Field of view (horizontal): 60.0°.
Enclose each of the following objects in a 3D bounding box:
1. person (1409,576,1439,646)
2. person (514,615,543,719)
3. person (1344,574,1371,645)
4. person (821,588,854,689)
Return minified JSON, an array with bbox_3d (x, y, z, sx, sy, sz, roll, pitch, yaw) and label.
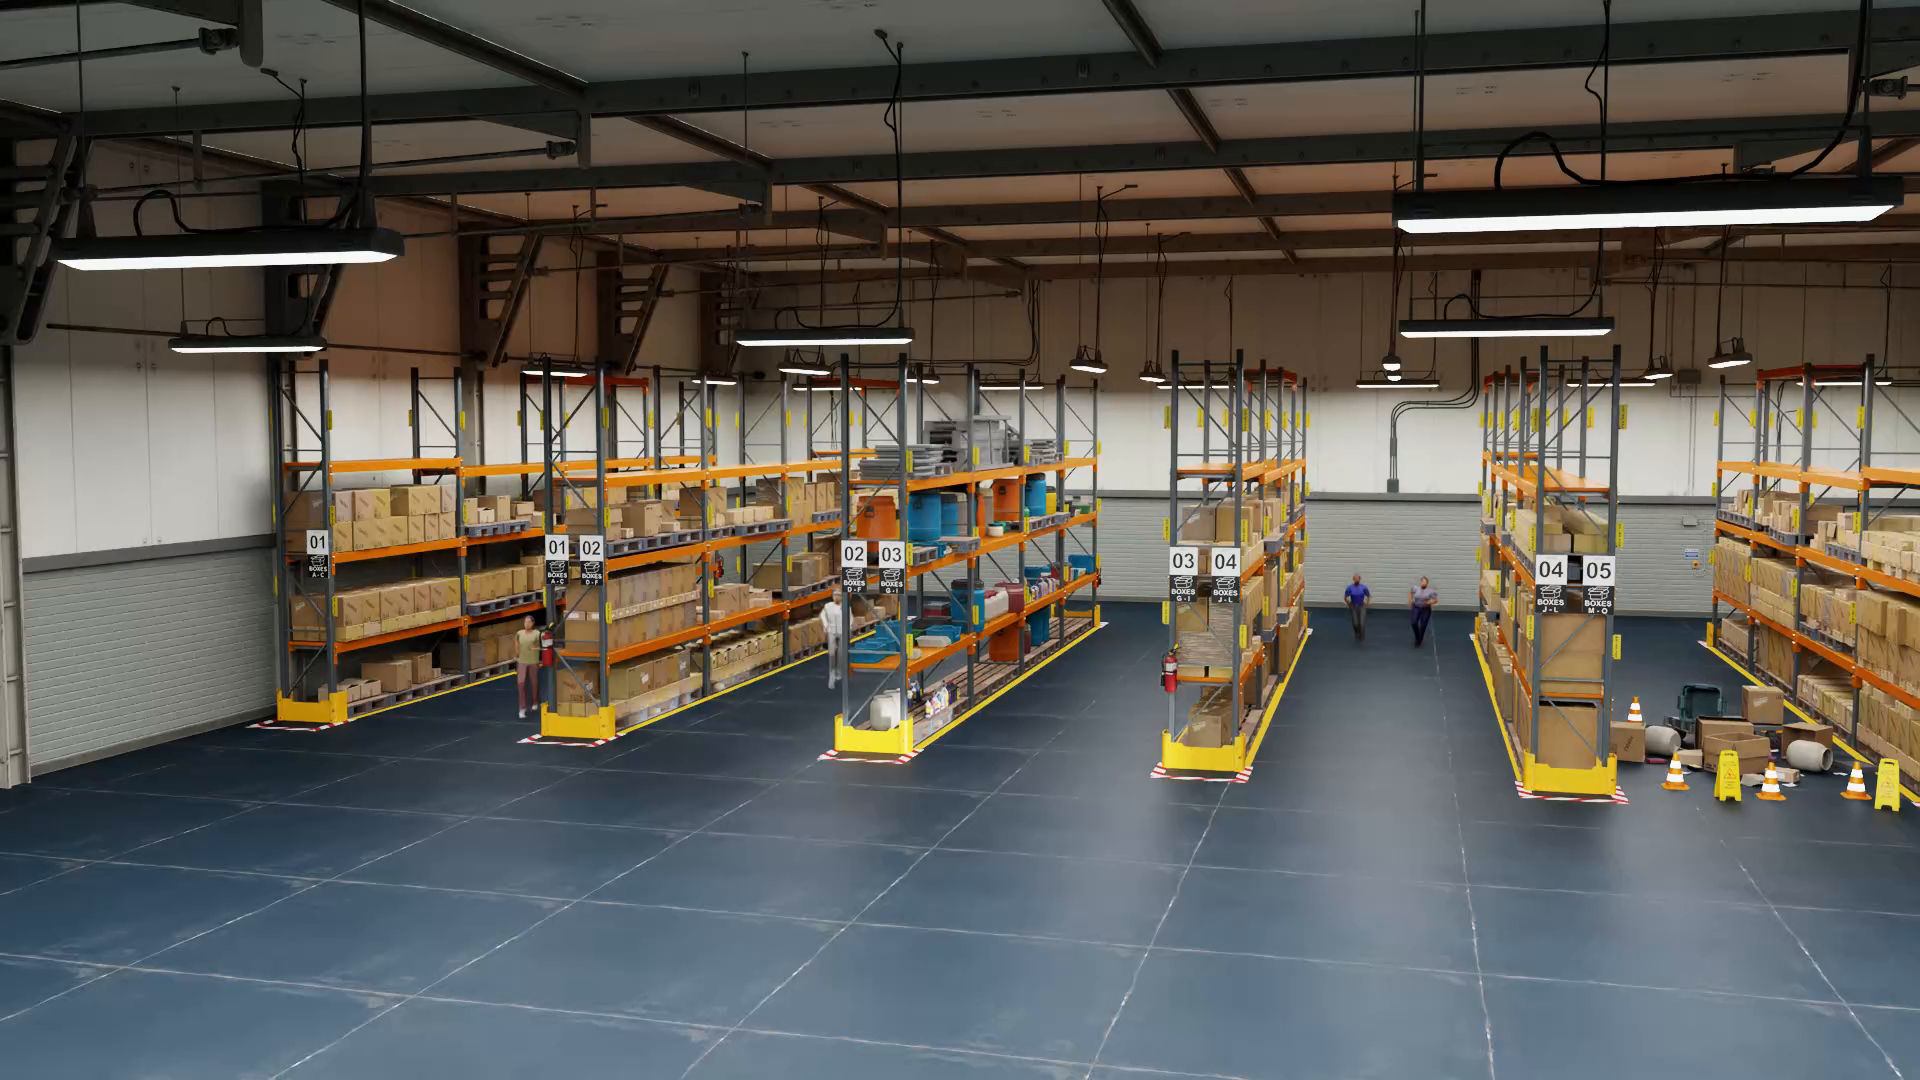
[{"bbox_3d":[10.304,1.587,36.972,0.649,1.592,0.745,2,4,20],"label":"person"},{"bbox_3d":[-7.305,2.119,28.230,0.565,1.705,0.806,0,4,-3],"label":"person"},{"bbox_3d":[8.905,1.552,37.228,0.588,1.597,0.586,1,4,9],"label":"person"},{"bbox_3d":[-2.206,1.735,29.833,0.595,1.790,0.735,0,4,-3],"label":"person"}]
